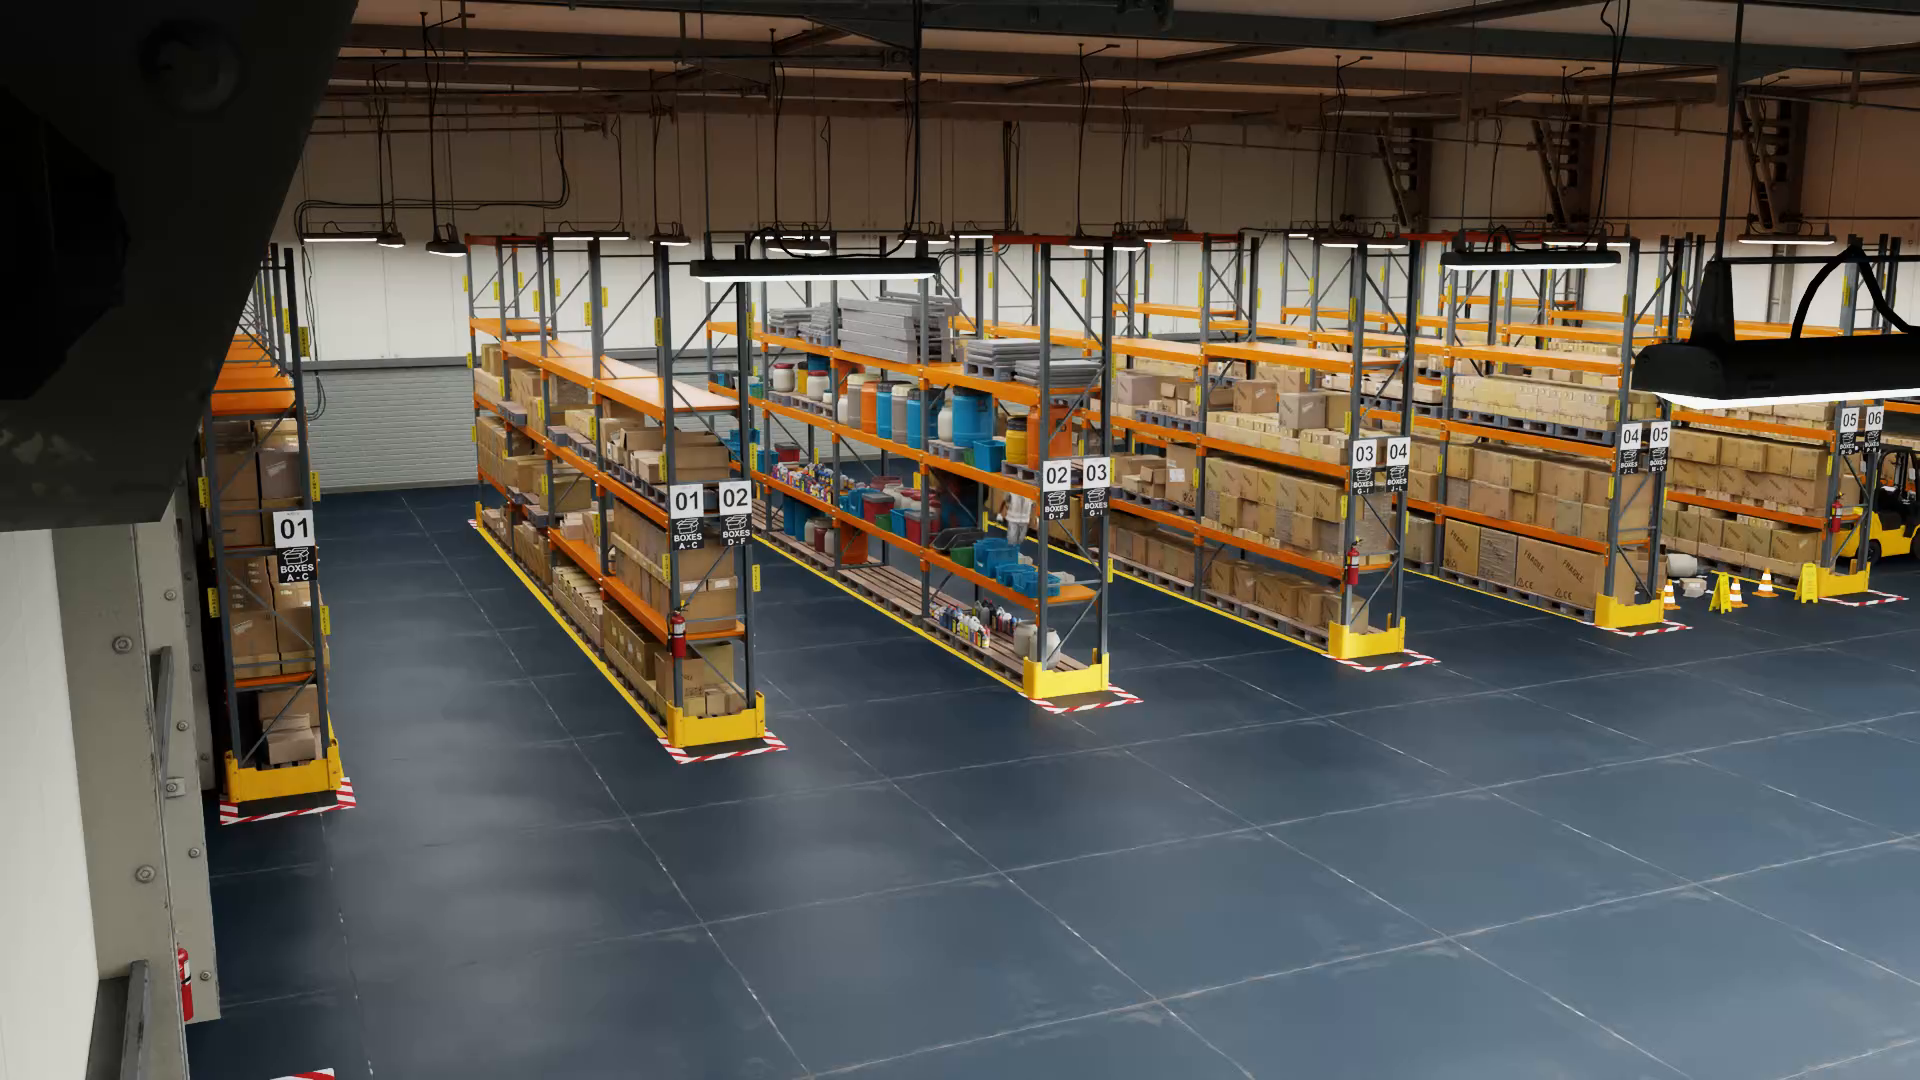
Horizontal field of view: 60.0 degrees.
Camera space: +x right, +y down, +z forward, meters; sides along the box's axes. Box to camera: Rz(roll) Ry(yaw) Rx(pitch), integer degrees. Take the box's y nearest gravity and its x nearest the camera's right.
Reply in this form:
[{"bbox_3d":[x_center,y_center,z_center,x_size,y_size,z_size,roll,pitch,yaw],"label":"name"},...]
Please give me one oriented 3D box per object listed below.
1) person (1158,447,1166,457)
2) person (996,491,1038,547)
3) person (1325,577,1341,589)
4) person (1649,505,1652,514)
[{"bbox_3d":[5.280,-2.463,41.475,0.902,1.699,0.716,7,13,34],"label":"person"},{"bbox_3d":[1.023,-0.311,28.613,0.680,1.741,0.722,-3,11,-16],"label":"person"},{"bbox_3d":[6.513,0.290,27.893,0.575,1.401,0.979,-5,12,-26],"label":"person"},{"bbox_3d":[14.433,-1.032,34.185,0.585,1.653,0.917,-7,13,-34],"label":"person"}]
